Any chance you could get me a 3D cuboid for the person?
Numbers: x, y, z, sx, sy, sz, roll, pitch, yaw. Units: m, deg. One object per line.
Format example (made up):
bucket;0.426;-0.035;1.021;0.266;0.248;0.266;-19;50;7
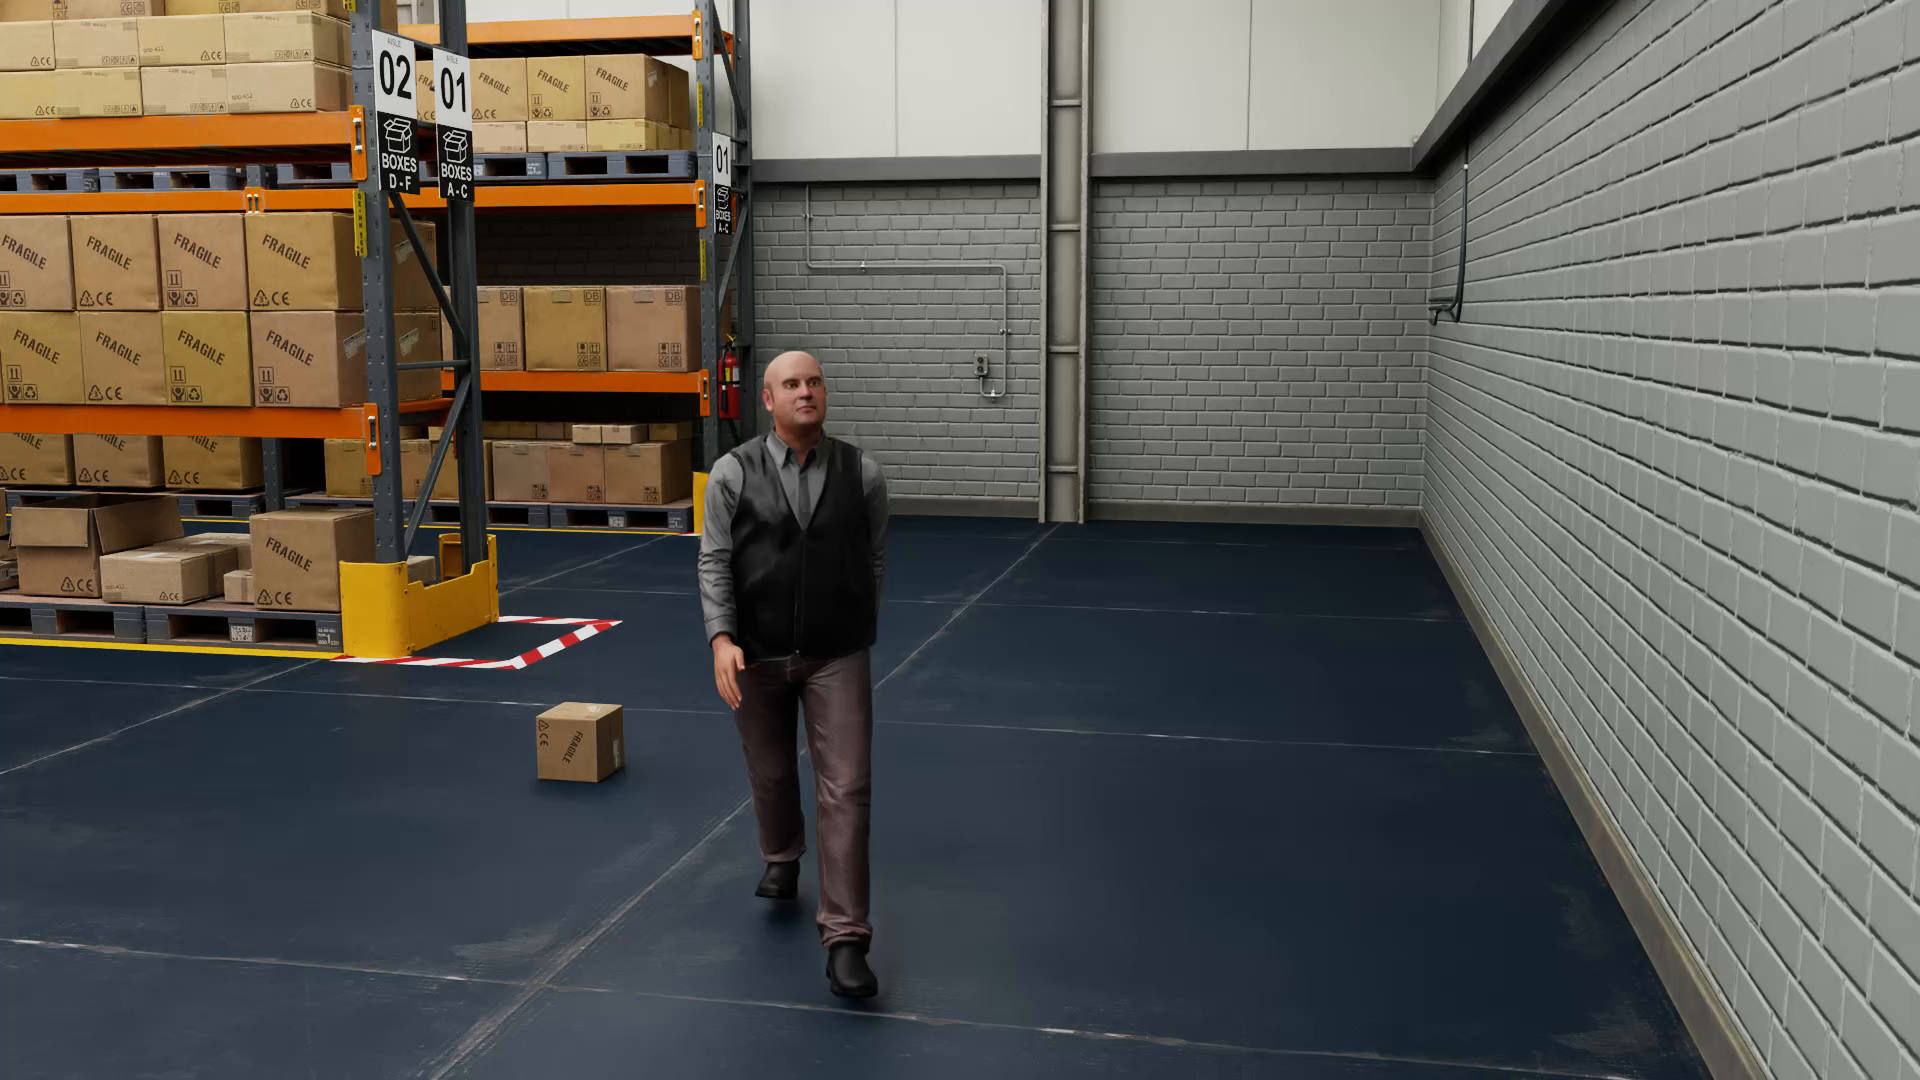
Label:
person;-0.453;0.317;4.608;0.533;1.667;1.040;-1;8;-7
